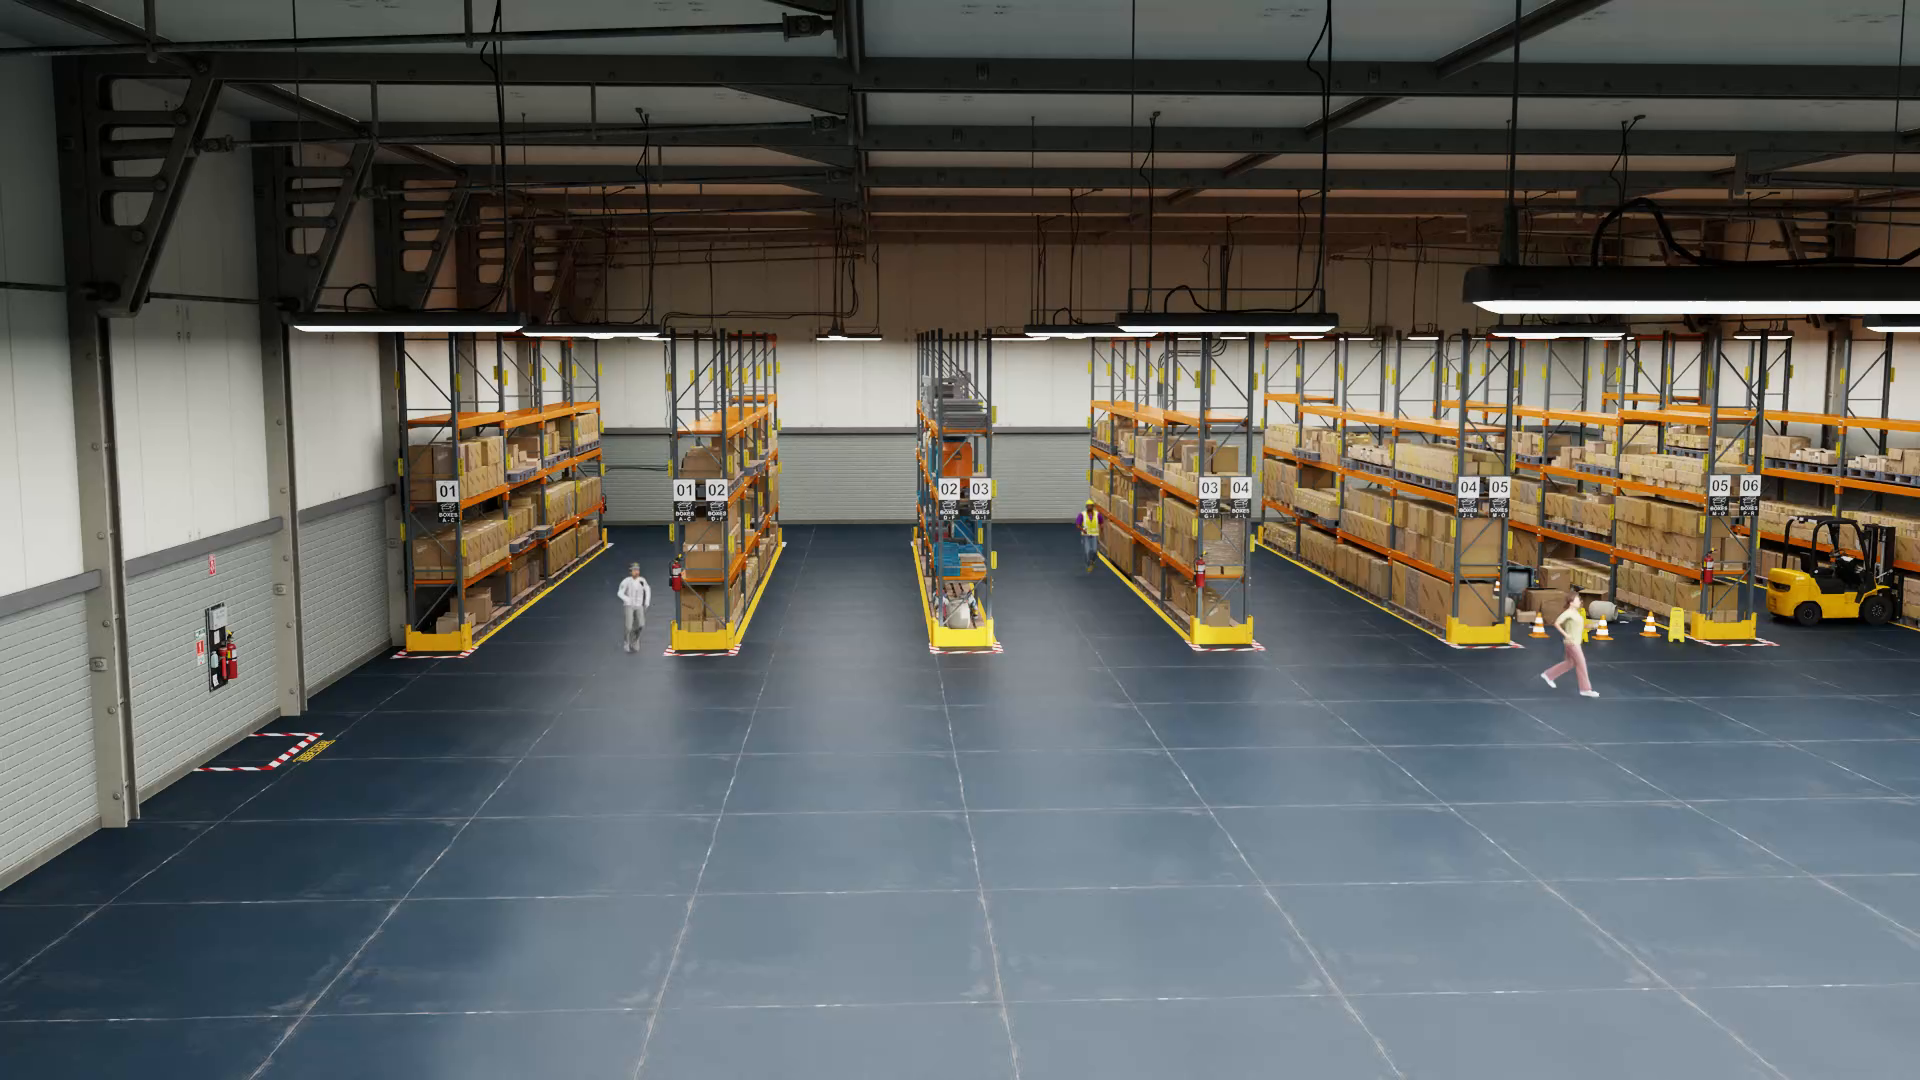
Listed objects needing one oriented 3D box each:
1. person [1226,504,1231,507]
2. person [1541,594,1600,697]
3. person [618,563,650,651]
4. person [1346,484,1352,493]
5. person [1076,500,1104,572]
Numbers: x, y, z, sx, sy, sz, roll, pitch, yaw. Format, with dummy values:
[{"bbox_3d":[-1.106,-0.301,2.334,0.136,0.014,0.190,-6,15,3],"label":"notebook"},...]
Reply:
[{"bbox_3d":[7.800,-0.814,48.683,0.831,1.616,0.613,7,9,44],"label":"person"},{"bbox_3d":[9.971,1.688,27.105,0.964,1.648,0.580,4,8,33],"label":"person"},{"bbox_3d":[-6.061,1.255,30.984,0.627,1.687,0.563,-4,8,-28],"label":"person"},{"bbox_3d":[10.943,-0.670,46.837,0.670,1.846,0.829,-2,7,-14],"label":"person"},{"bbox_3d":[3.112,-0.091,39.665,0.698,1.729,0.538,0,7,-4],"label":"person"}]
